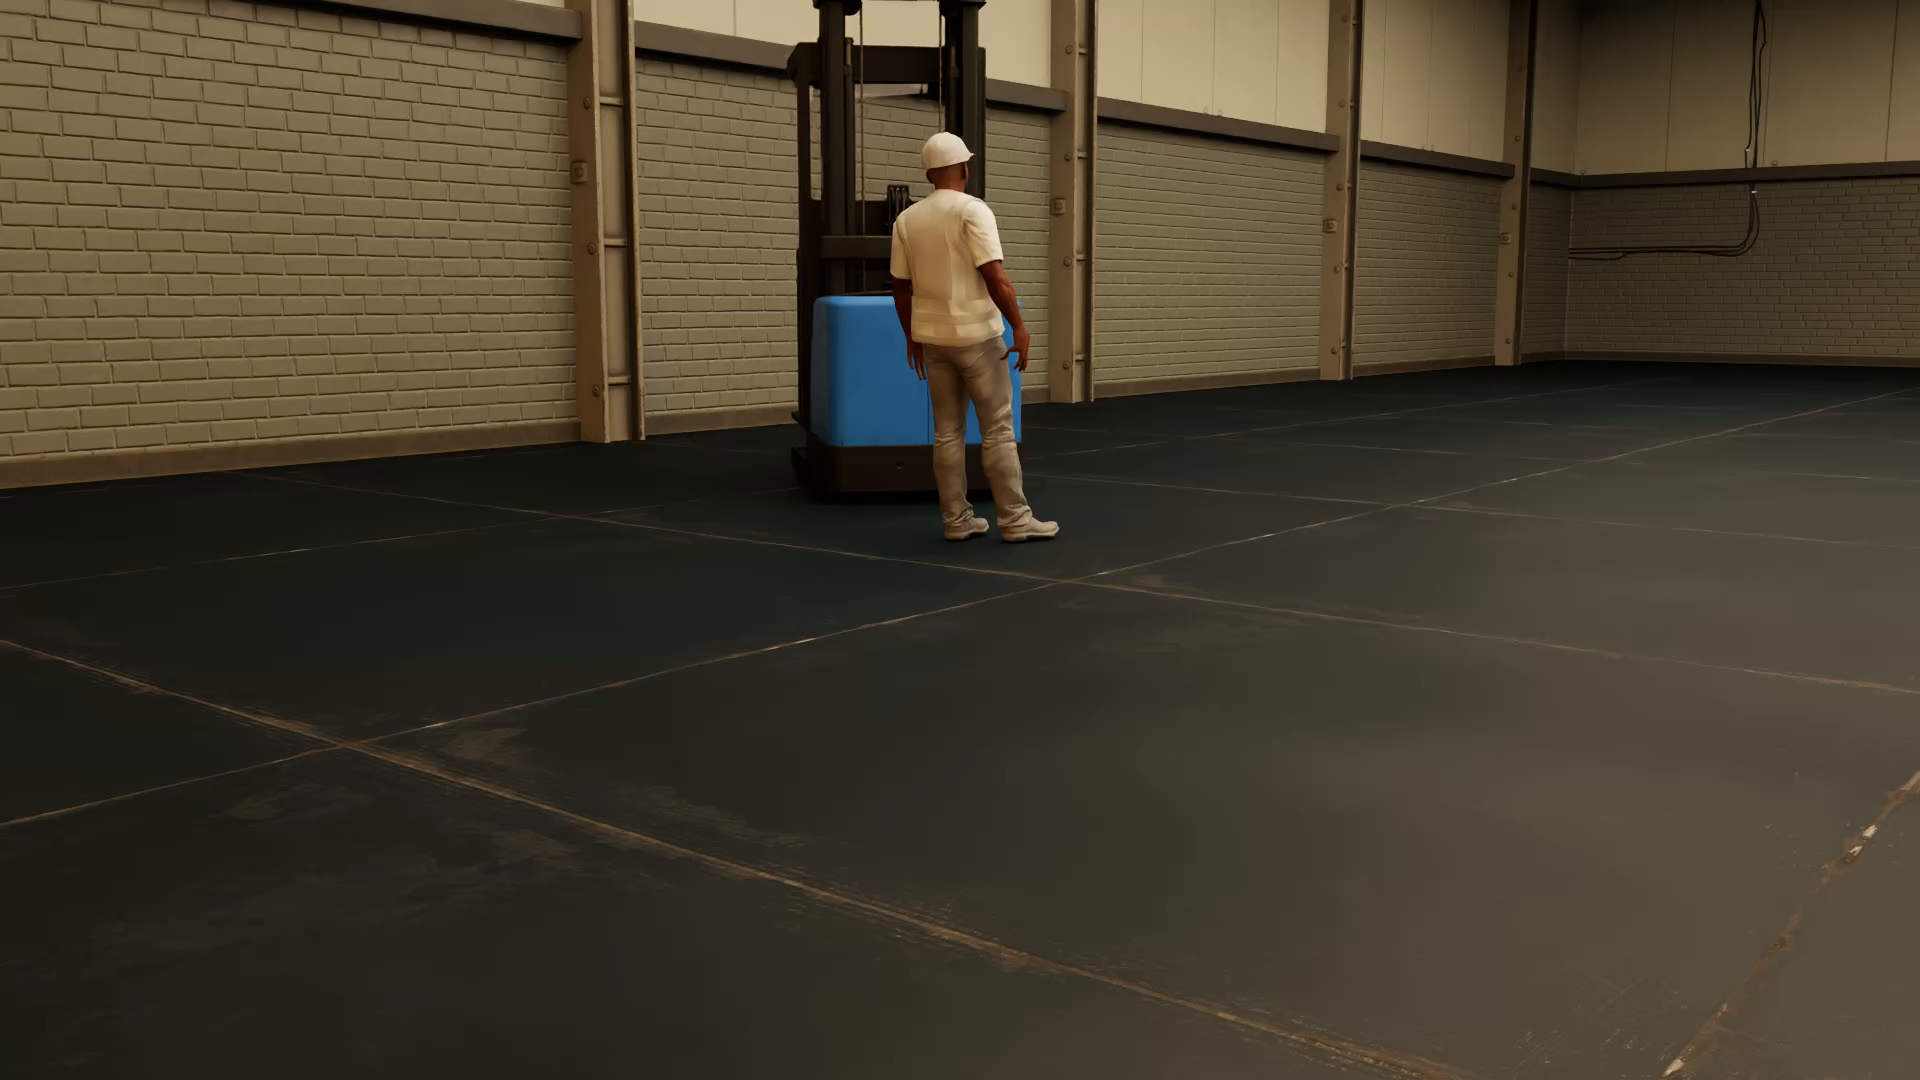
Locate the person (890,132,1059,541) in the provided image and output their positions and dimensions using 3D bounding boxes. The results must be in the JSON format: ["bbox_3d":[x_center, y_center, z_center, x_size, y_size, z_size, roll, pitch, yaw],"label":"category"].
[{"bbox_3d":[0.049,-0.888,7.325,0.665,1.765,0.577,7,11,38],"label":"person"}]

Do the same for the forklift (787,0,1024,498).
[{"bbox_3d":[-0.439,-1.850,9.923,1.130,2.935,3.031,-2,8,-10],"label":"forklift"}]
